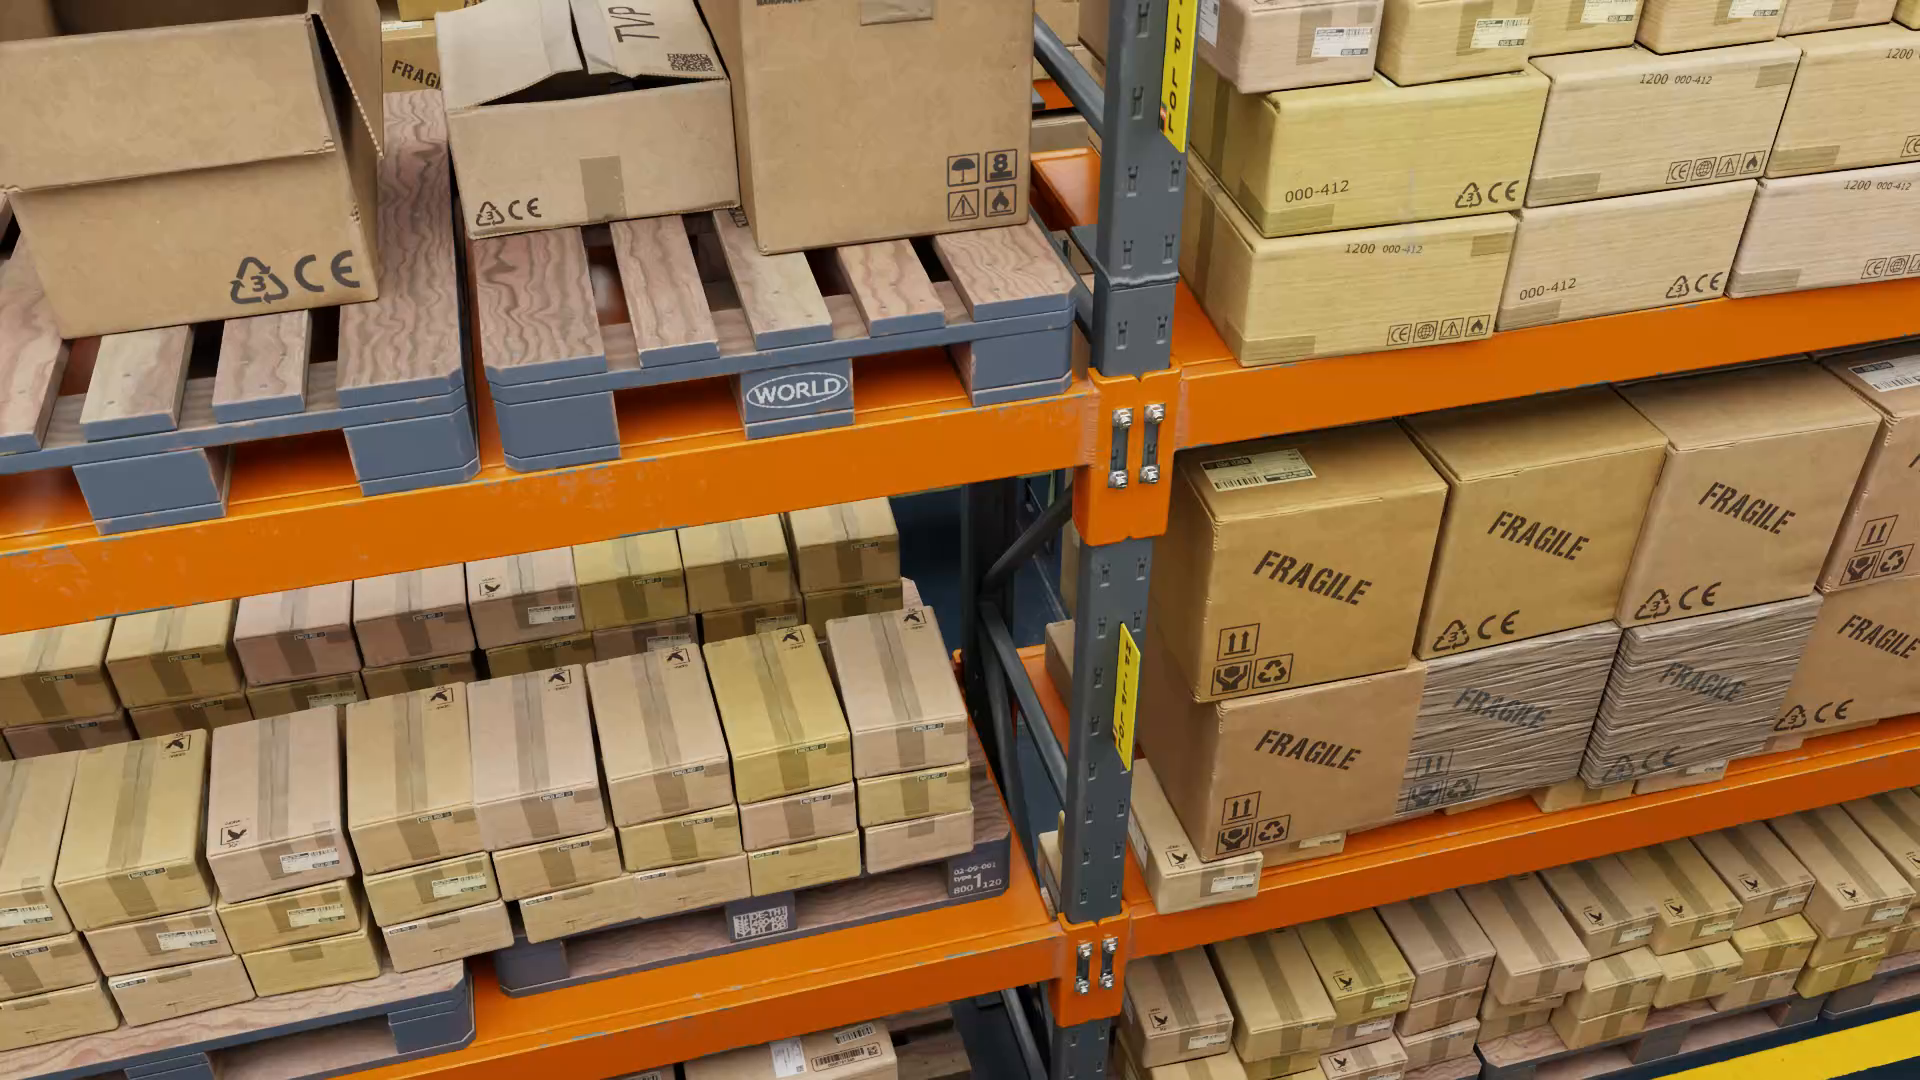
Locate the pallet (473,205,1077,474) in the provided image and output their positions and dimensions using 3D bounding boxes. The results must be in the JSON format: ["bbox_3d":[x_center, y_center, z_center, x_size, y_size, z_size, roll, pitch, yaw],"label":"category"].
[{"bbox_3d":[-0.433,-0.622,3.280,1.003,0.211,1.213,-9,38,-12],"label":"pallet"}]

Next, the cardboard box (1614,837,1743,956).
[{"bbox_3d":[2.093,1.023,4.955,0.250,0.149,0.380,-9,38,-12],"label":"cardboard box"}]

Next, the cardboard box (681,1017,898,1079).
[{"bbox_3d":[-0.462,1.254,4.237,0.500,0.250,0.500,-10,39,-13],"label":"cardboard box"}]

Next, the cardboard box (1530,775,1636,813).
[{"bbox_3d":[1.548,0.507,4.325,0.250,0.149,0.380,-9,38,-11],"label":"cardboard box"}]

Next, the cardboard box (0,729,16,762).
[{"bbox_3d":[-2.319,0.398,3.877,0.250,0.149,0.380,-10,38,-12],"label":"cardboard box"}]

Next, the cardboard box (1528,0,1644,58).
[{"bbox_3d":[1.034,-1.030,3.043,0.250,0.149,0.380,-10,38,-12],"label":"cardboard box"}]

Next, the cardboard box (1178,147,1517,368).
[{"bbox_3d":[0.707,-0.591,3.208,0.500,0.250,0.500,-7,38,-10],"label":"cardboard box"}]

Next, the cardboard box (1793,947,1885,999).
[{"bbox_3d":[2.635,1.212,5.197,0.250,0.149,0.380,-11,39,-14],"label":"cardboard box"}]

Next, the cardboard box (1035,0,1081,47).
[{"bbox_3d":[0.497,-2.607,8.067,0.500,0.250,0.500,-8,38,-11],"label":"cardboard box"}]

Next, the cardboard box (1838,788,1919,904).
[{"bbox_3d":[2.867,0.913,5.099,0.250,0.149,0.380,-11,39,-14],"label":"cardboard box"}]

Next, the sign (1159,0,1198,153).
[{"bbox_3d":[0.339,-0.769,2.568,0.005,0.325,0.100,-9,38,-12],"label":"sign"}]

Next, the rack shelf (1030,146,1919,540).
[{"bbox_3d":[2.122,-0.763,3.902,4.000,0.370,1.077,-9,38,-12],"label":"rack shelf"}]

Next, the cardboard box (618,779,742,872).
[{"bbox_3d":[-0.636,0.533,3.701,0.250,0.149,0.380,-8,38,-10],"label":"cardboard box"}]

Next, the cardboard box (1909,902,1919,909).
[{"bbox_3d":[2.830,0.990,5.244,0.250,0.149,0.380,-10,38,-12],"label":"cardboard box"}]

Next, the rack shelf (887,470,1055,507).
[{"bbox_3d":[-0.006,-0.336,6.991,0.720,0.370,0.431,-9,38,-12],"label":"rack shelf"}]

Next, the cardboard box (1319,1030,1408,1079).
[{"bbox_3d":[1.110,1.444,4.895,0.250,0.149,0.380,-9,38,-12],"label":"cardboard box"}]

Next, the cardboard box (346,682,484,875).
[{"bbox_3d":[-1.146,0.495,3.505,0.250,0.149,0.380,-11,39,-13],"label":"cardboard box"}]

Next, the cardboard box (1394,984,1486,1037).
[{"bbox_3d":[1.332,1.243,4.912,0.250,0.149,0.380,-11,39,-14],"label":"cardboard box"}]

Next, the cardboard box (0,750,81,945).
[{"bbox_3d":[-1.906,0.621,3.341,0.250,0.149,0.380,-8,38,-11],"label":"cardboard box"}]

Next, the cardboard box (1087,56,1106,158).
[{"bbox_3d":[0.594,-0.909,3.624,0.500,0.250,0.500,-8,38,-11],"label":"cardboard box"}]

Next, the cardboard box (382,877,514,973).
[{"bbox_3d":[-1.142,0.738,3.677,0.250,0.149,0.380,-11,39,-14],"label":"cardboard box"}]

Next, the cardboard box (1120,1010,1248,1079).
[{"bbox_3d":[0.624,1.437,4.659,0.250,0.149,0.380,-8,38,-10],"label":"cardboard box"}]

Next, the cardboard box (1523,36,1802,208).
[{"bbox_3d":[1.201,-0.883,3.178,0.500,0.250,0.500,-9,38,-12],"label":"cardboard box"}]

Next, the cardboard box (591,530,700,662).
[{"bbox_3d":[-0.808,0.150,4.201,0.250,0.149,0.380,-8,38,-11],"label":"cardboard box"}]

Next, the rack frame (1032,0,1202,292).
[{"bbox_3d":[0.191,-1.924,2.358,0.127,3.000,1.000,-9,38,-12],"label":"rack frame"}]

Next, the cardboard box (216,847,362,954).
[{"bbox_3d":[-1.413,0.664,3.530,0.250,0.149,0.380,-9,38,-12],"label":"cardboard box"}]

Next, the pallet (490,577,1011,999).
[{"bbox_3d":[-0.585,0.571,4.192,1.213,0.211,1.003,-9,38,-12],"label":"pallet"}]

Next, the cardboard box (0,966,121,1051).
[{"bbox_3d":[-1.907,0.862,3.515,0.250,0.149,0.380,-9,38,-11],"label":"cardboard box"}]

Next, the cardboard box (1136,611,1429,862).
[{"bbox_3d":[0.735,0.371,3.969,0.500,0.500,0.500,-10,39,-13],"label":"cardboard box"}]

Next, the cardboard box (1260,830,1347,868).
[{"bbox_3d":[0.780,0.622,4.175,0.250,0.149,0.380,-8,38,-11],"label":"cardboard box"}]

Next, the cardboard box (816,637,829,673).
[{"bbox_3d":[-0.309,0.185,4.401,0.250,0.149,0.380,-11,39,-14],"label":"cardboard box"}]

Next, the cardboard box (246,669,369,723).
[{"bbox_3d":[-1.575,0.277,4.035,0.250,0.149,0.380,-10,39,-13],"label":"cardboard box"}]

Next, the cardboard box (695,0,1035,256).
[{"bbox_3d":[-0.204,-0.943,3.117,0.500,0.500,0.700,-9,38,-12],"label":"cardboard box"}]

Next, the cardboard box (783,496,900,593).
[{"bbox_3d":[-0.309,-0.051,4.220,0.250,0.149,0.380,-7,38,-10],"label":"cardboard box"}]

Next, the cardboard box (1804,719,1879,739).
[{"bbox_3d":[2.293,0.347,4.535,0.250,0.149,0.380,-9,38,-11],"label":"cardboard box"}]

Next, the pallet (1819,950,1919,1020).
[{"bbox_3d":[3.186,1.053,5.700,1.213,0.211,1.003,-9,38,-12],"label":"pallet"}]

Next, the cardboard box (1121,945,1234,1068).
[{"bbox_3d":[0.578,1.255,4.651,0.250,0.149,0.380,-8,38,-10],"label":"cardboard box"}]

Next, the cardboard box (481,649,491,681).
[{"bbox_3d":[-1.306,0.349,4.186,0.250,0.149,0.380,-11,39,-14],"label":"cardboard box"}]

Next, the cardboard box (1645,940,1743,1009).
[{"bbox_3d":[2.109,1.187,4.986,0.250,0.149,0.380,-9,38,-11],"label":"cardboard box"}]

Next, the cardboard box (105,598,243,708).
[{"bbox_3d":[-1.817,0.199,3.893,0.250,0.149,0.380,-8,38,-11],"label":"cardboard box"}]

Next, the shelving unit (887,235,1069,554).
[{"bbox_3d":[-0.006,-0.595,6.793,0.755,1.500,0.431,-9,38,-12],"label":"shelving unit"}]

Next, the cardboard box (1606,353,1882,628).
[{"bbox_3d":[1.681,-0.177,3.863,0.500,0.500,0.500,-9,38,-11],"label":"cardboard box"}]

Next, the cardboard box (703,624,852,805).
[{"bbox_3d":[-0.405,0.377,3.660,0.250,0.149,0.380,-10,39,-13],"label":"cardboard box"}]

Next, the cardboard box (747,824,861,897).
[{"bbox_3d":[-0.392,0.613,3.841,0.250,0.149,0.380,-9,38,-12],"label":"cardboard box"}]

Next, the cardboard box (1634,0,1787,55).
[{"bbox_3d":[1.297,-1.045,3.062,0.250,0.149,0.380,-10,39,-13],"label":"cardboard box"}]

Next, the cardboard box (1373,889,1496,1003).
[{"bbox_3d":[1.336,1.123,4.824,0.250,0.149,0.380,-10,39,-13],"label":"cardboard box"}]

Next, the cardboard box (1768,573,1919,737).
[{"bbox_3d":[2.216,0.127,4.288,0.500,0.500,0.500,-7,38,-10],"label":"cardboard box"}]

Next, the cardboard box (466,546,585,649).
[{"bbox_3d":[-1.067,0.073,4.057,0.250,0.149,0.380,-10,38,-13],"label":"cardboard box"}]

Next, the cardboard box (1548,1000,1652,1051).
[{"bbox_3d":[1.868,1.326,5.048,0.250,0.149,0.380,-10,39,-13],"label":"cardboard box"}]
